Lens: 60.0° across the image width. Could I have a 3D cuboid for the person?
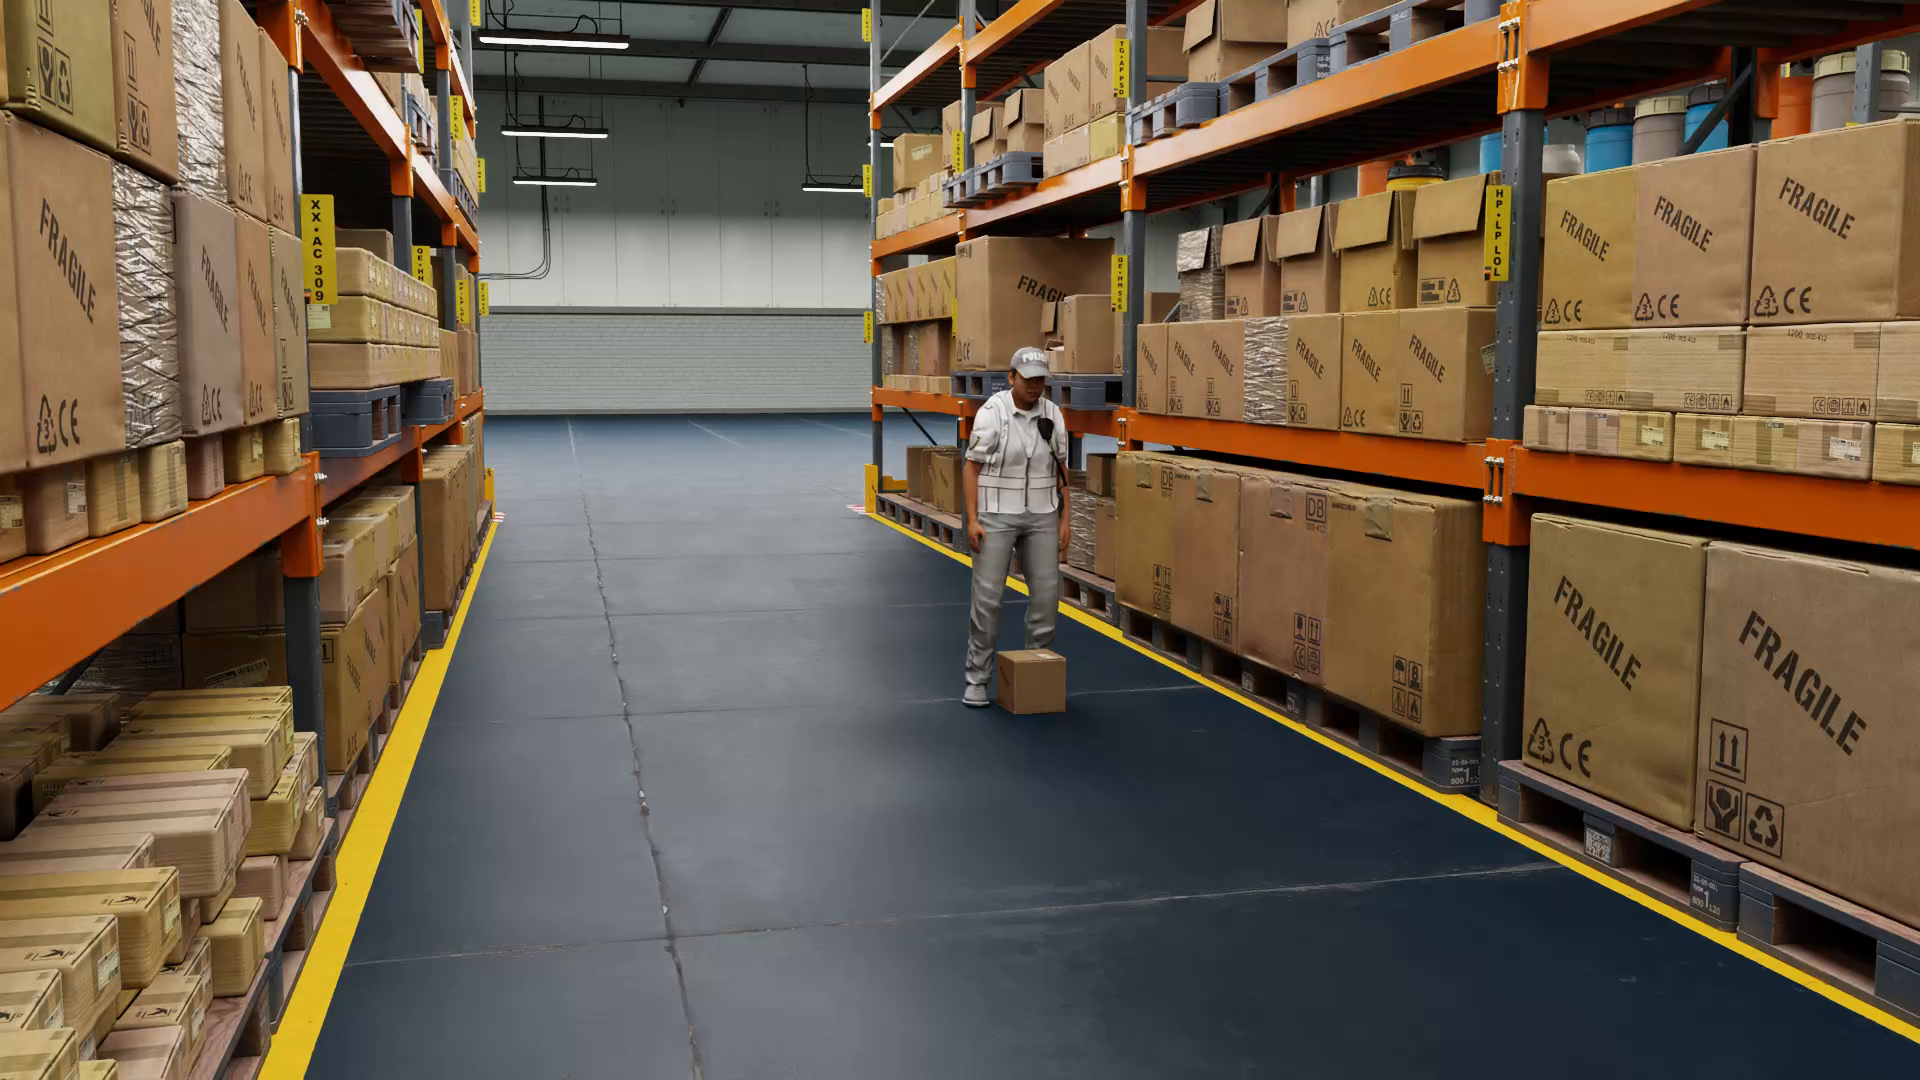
[{"bbox_3d":[0.264,-0.072,7.812,0.565,1.665,0.470,-2,7,-17],"label":"person"}]
